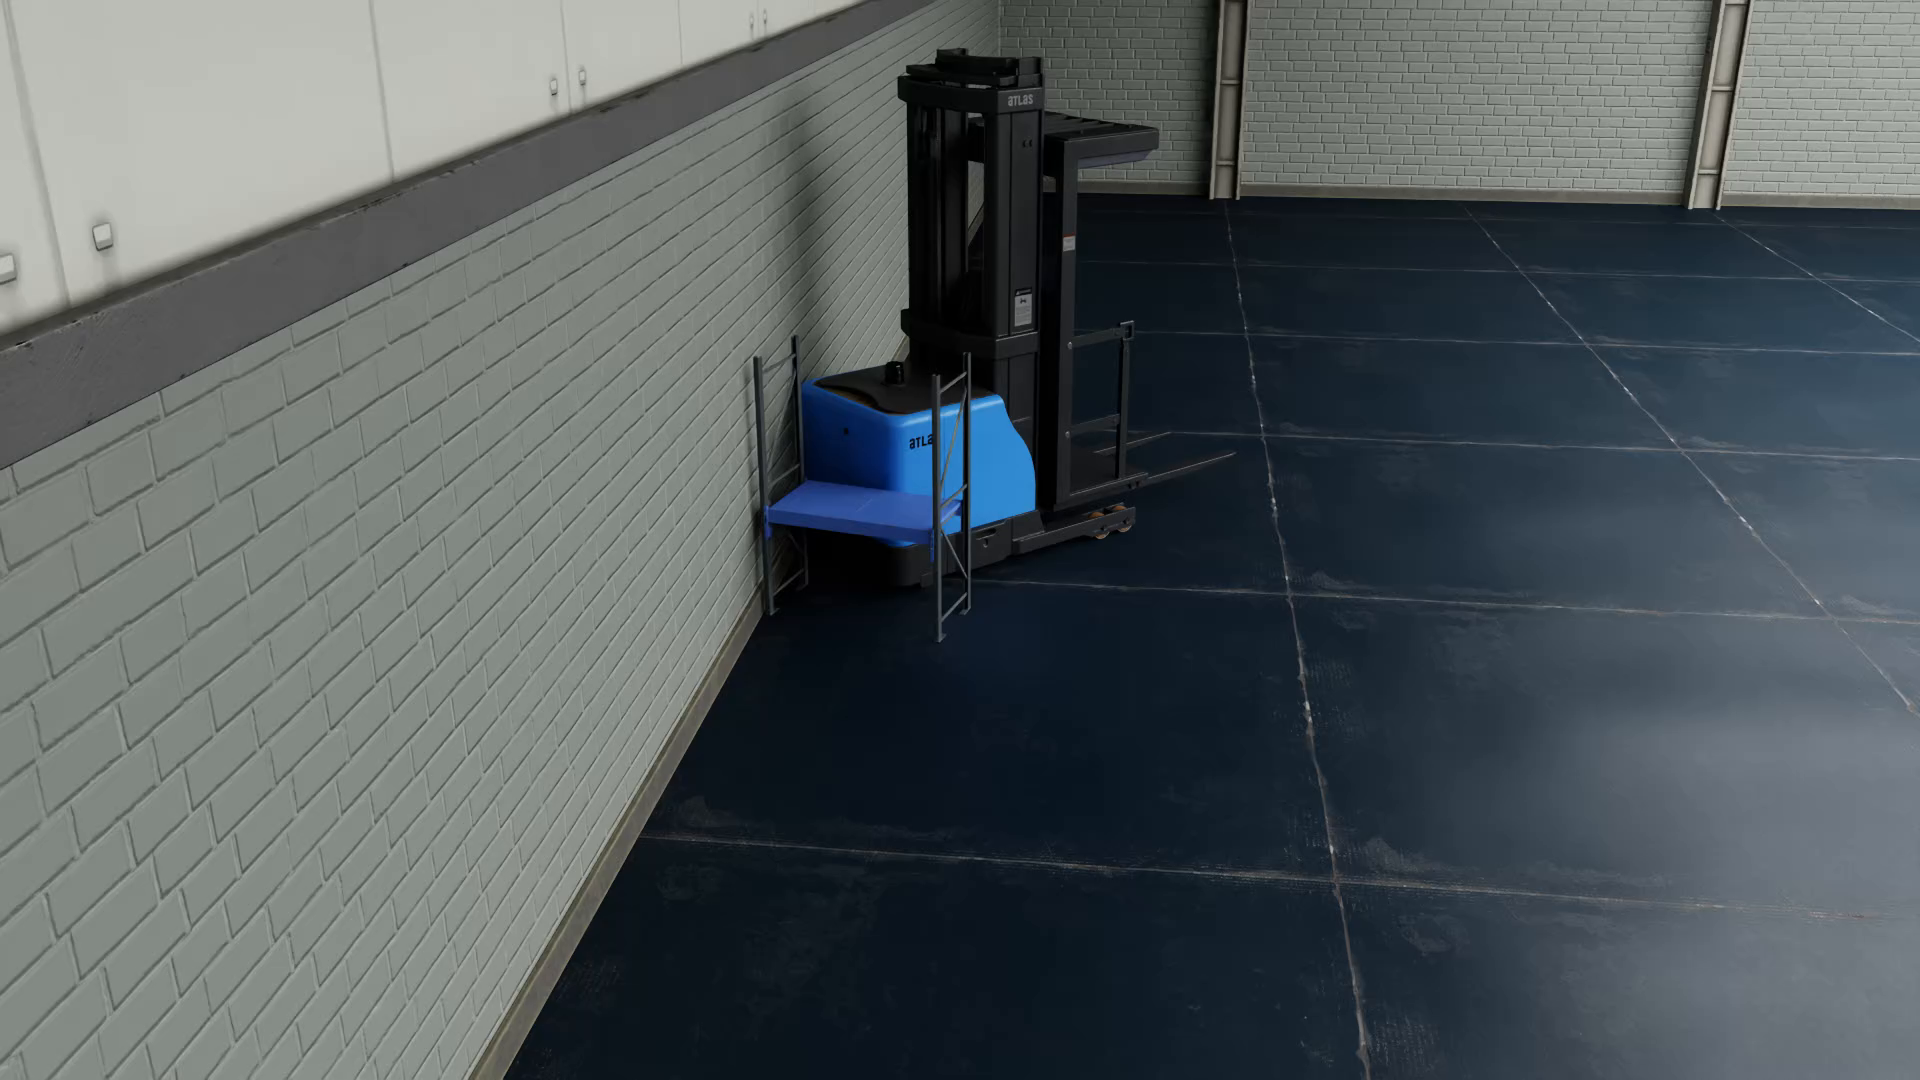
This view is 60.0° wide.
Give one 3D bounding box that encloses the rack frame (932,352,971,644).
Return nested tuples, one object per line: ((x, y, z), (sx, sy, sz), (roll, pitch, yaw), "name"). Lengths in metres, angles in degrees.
((-0.042, -0.224, 8.963), (0.032, 1.500, 0.500), (8, 23, 19), "rack frame")

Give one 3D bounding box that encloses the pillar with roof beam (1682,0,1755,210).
((8.915, -6.851, 15.528), (0.400, 9.000, 9.100), (2, 22, 6), "pillar with roof beam")

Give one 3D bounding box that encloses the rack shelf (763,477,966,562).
((-0.518, -0.122, 9.196), (1.000, 0.185, 0.538), (8, 23, 19), "rack shelf")

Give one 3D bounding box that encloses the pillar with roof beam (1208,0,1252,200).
((2.957, -7.110, 16.185), (0.400, 9.000, 9.100), (2, 22, 6), "pillar with roof beam")

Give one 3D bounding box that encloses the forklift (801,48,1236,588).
((0.493, -1.506, 10.262), (3.031, 2.935, 1.130), (-16, 27, -35), "forklift")

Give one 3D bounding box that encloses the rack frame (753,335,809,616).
((-0.994, -0.355, 9.296), (0.032, 1.500, 0.500), (8, 23, 19), "rack frame")

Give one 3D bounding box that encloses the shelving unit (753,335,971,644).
((-0.518, -0.289, 9.130), (1.048, 1.500, 0.538), (8, 23, 19), "shelving unit")
